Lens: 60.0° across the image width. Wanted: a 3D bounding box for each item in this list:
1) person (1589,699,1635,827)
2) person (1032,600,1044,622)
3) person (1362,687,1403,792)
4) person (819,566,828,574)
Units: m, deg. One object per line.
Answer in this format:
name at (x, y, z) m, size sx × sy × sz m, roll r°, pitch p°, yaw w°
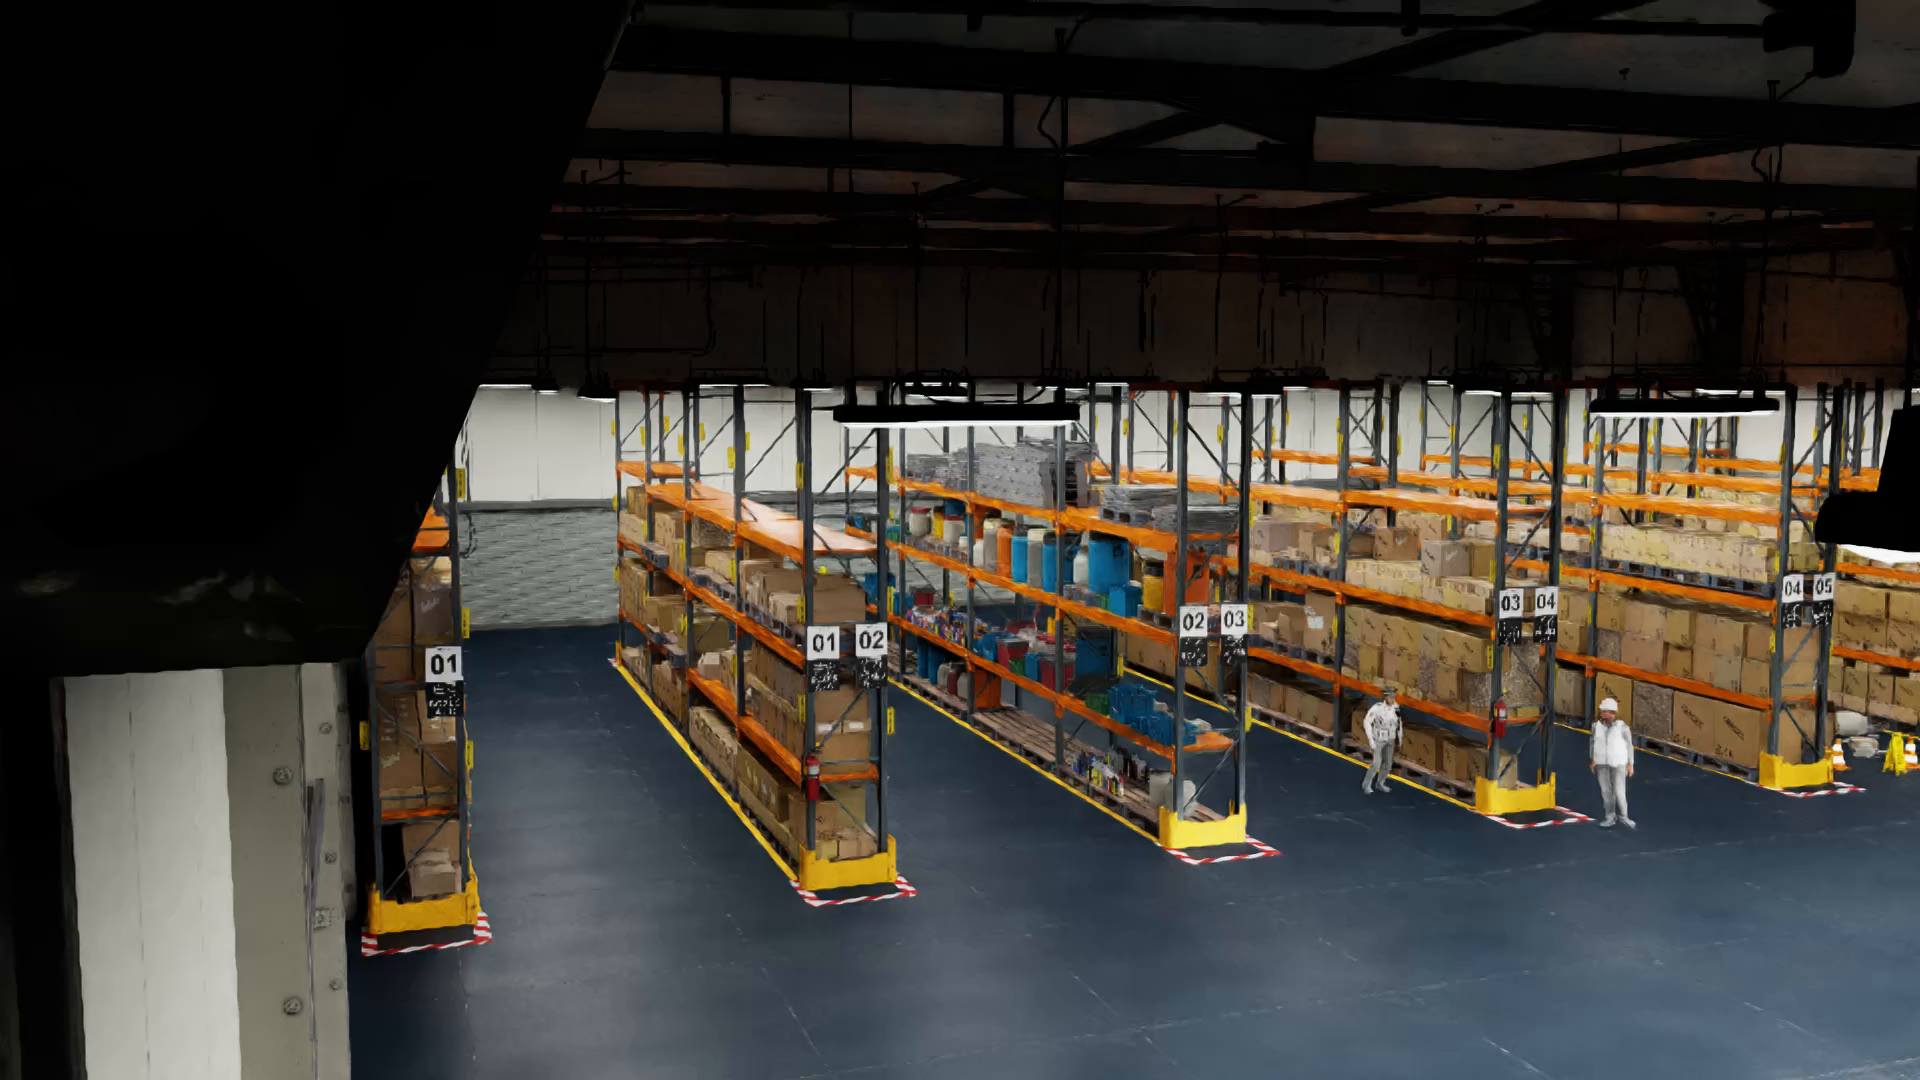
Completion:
person at (8.914, 3.044, 22.708) m, size 0.643 × 1.767 × 0.399 m, roll 5°, pitch 8°, yaw 39°
person at (2.157, 1.242, 40.573) m, size 0.485 × 1.622 × 0.950 m, roll -5°, pitch 8°, yaw -42°
person at (6.242, 2.935, 24.553) m, size 0.639 × 1.632 × 0.512 m, roll -2°, pitch 6°, yaw -21°
person at (-3.132, 1.447, 38.173) m, size 0.617 × 1.723 × 0.958 m, roll 0°, pitch 6°, yaw 4°
